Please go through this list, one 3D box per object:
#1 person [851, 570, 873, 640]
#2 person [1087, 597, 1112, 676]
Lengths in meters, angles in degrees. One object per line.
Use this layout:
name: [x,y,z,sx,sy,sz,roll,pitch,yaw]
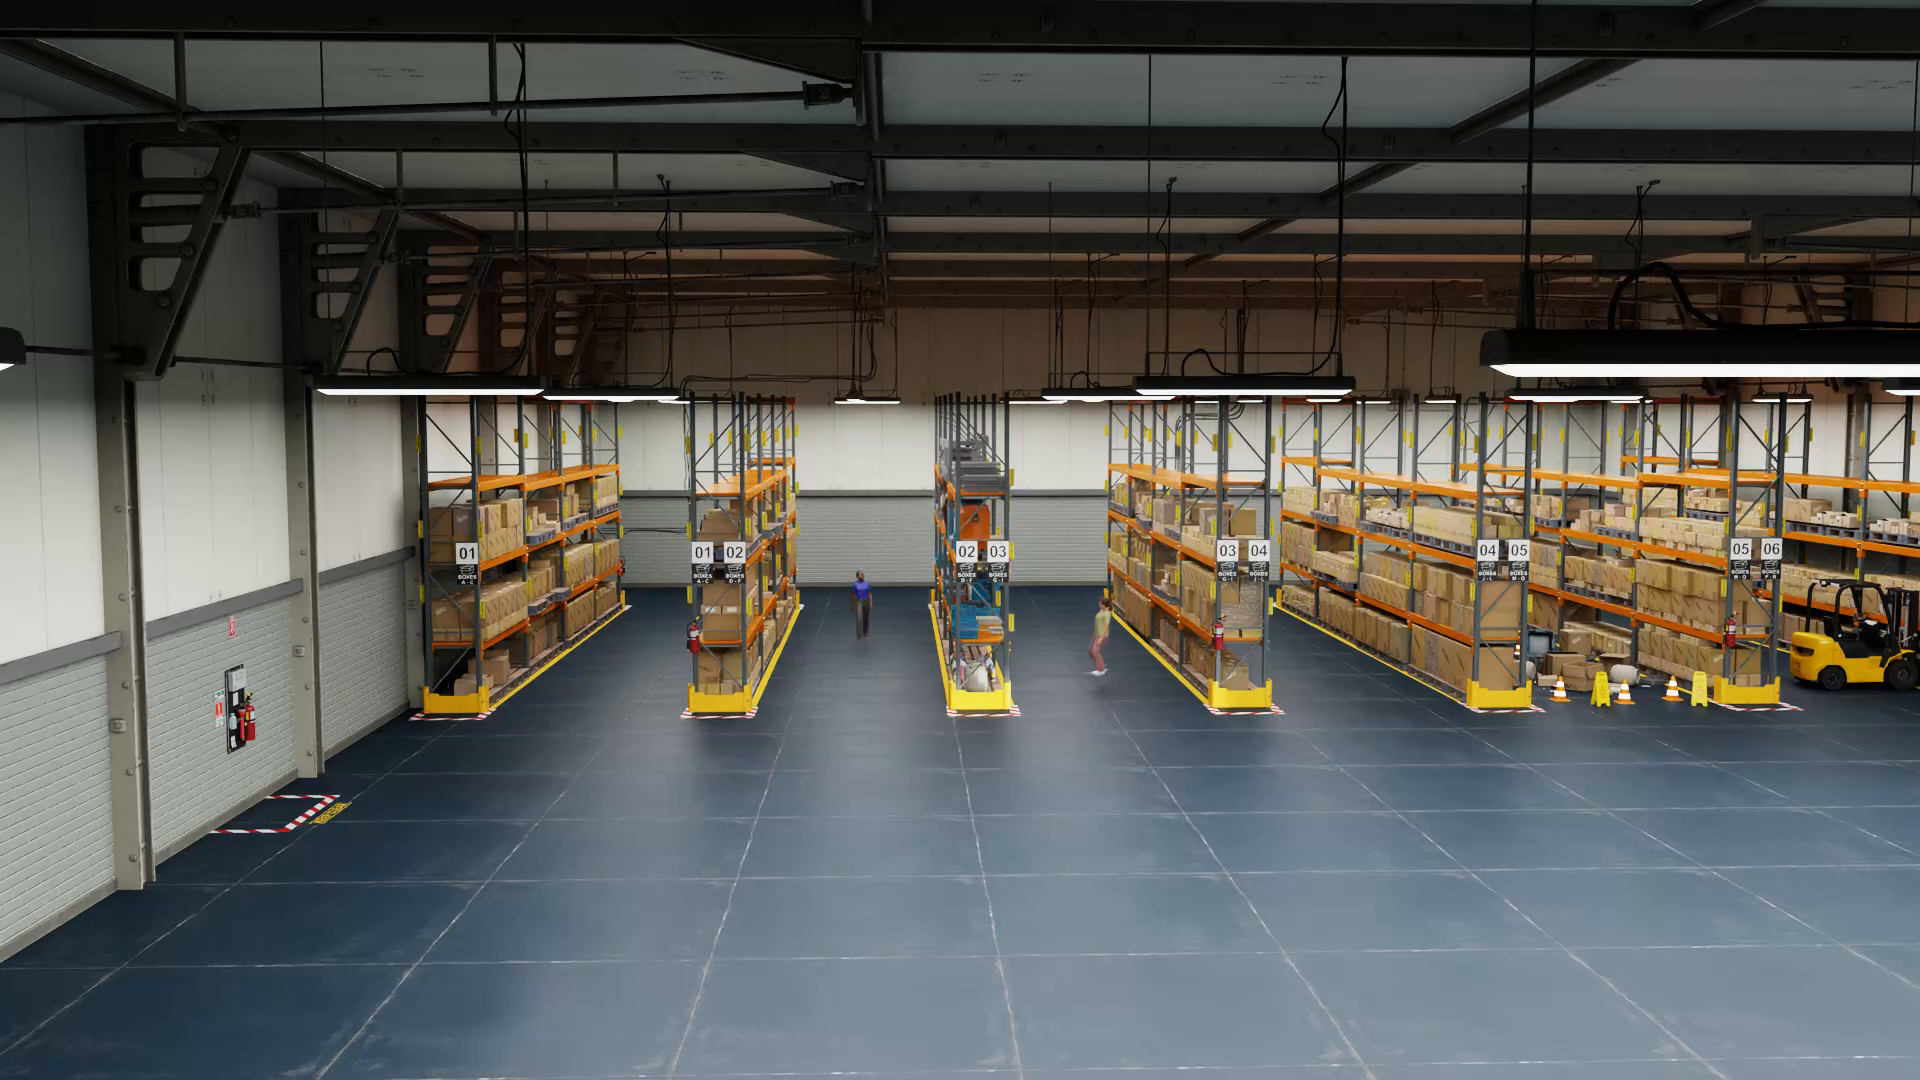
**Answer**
person: [-2.303,1.519,39.015,0.513,1.610,0.901,-1,5,-8]
person: [2.838,1.977,33.847,0.487,1.647,0.545,-2,5,-22]
